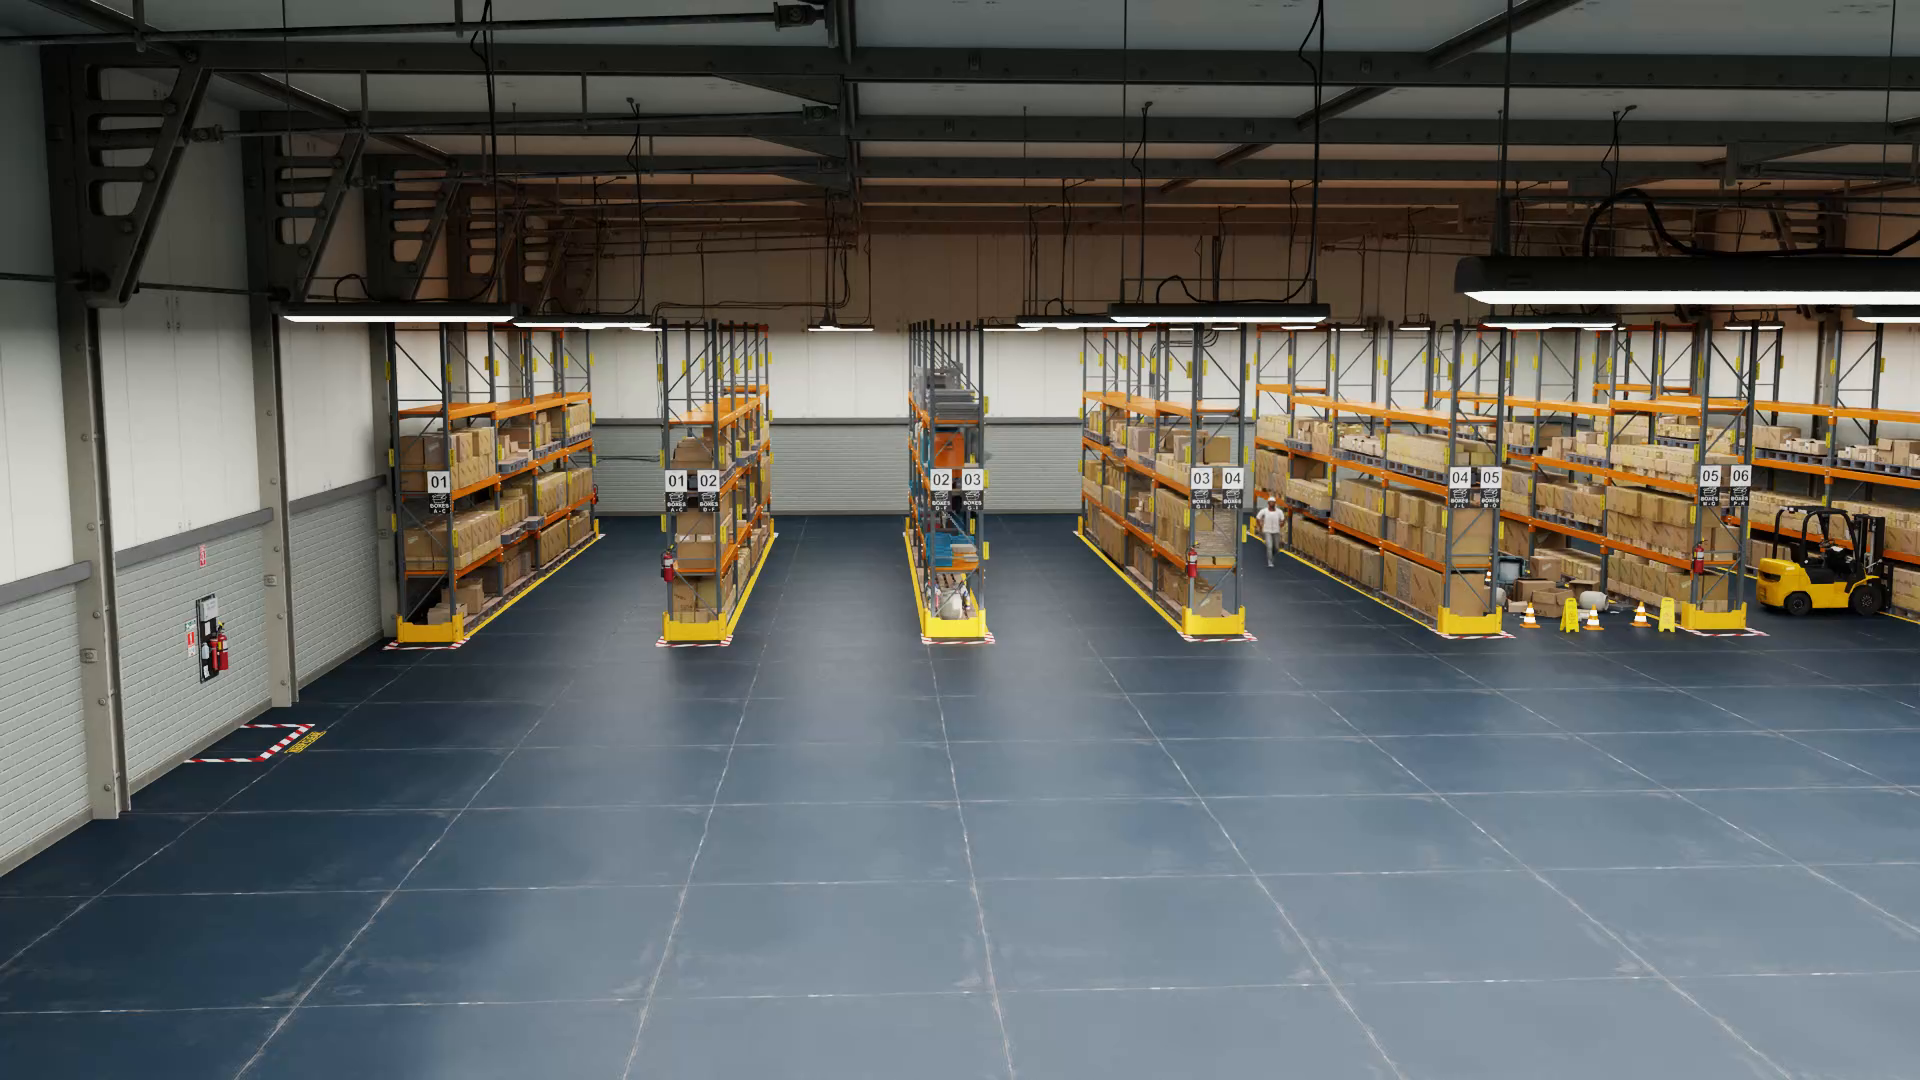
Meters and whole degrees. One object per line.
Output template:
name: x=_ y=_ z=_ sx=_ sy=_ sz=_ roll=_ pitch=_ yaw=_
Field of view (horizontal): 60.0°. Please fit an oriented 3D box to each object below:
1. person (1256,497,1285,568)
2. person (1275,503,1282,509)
person: x=7.675 y=-0.203 z=41.070 sx=0.712 sy=1.733 sz=0.795 roll=0 pitch=7 yaw=-1
person: x=9.377 y=-1.141 z=49.135 sx=0.549 sy=1.623 sz=0.608 roll=-1 pitch=7 yaw=-9
